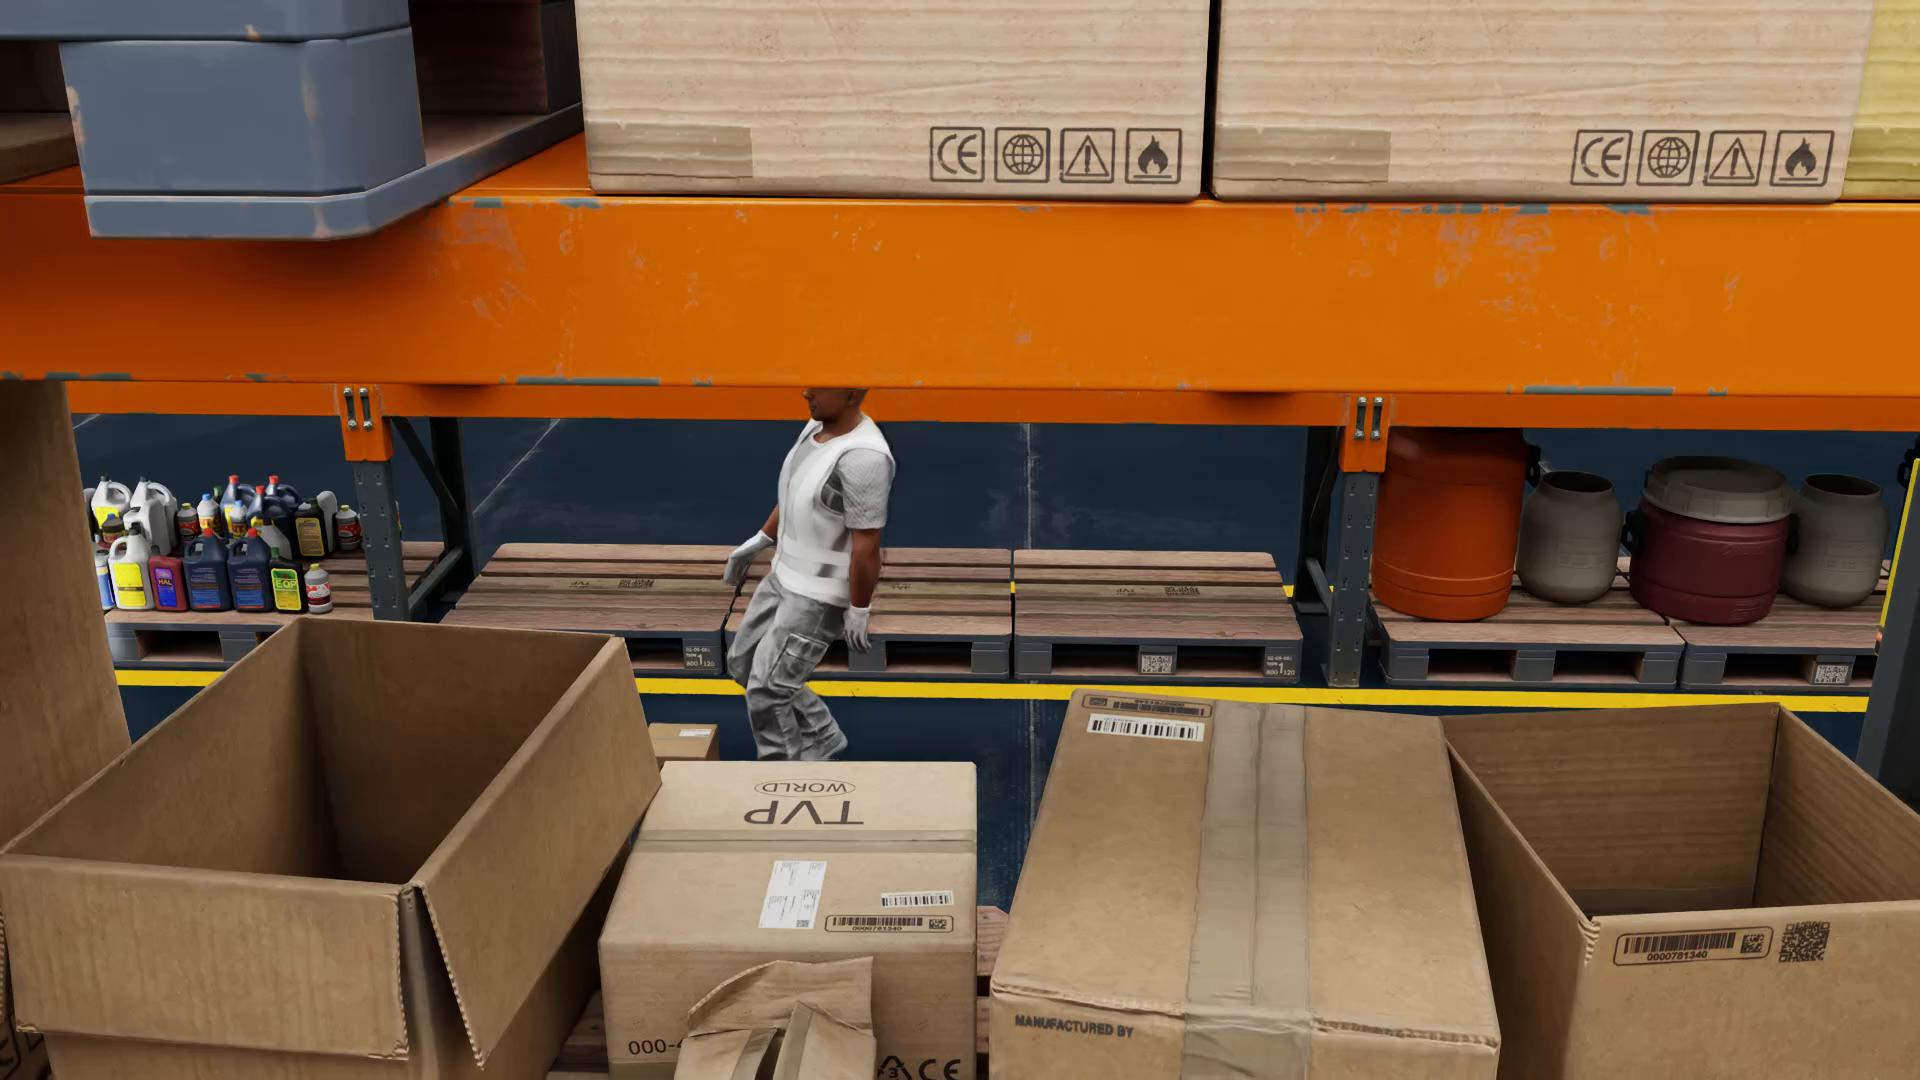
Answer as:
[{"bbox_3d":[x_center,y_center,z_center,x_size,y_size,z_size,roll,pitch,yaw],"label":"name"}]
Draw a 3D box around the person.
[{"bbox_3d":[-0.580,0.167,5.696,0.657,1.755,0.608,-7,22,-18],"label":"person"}]
